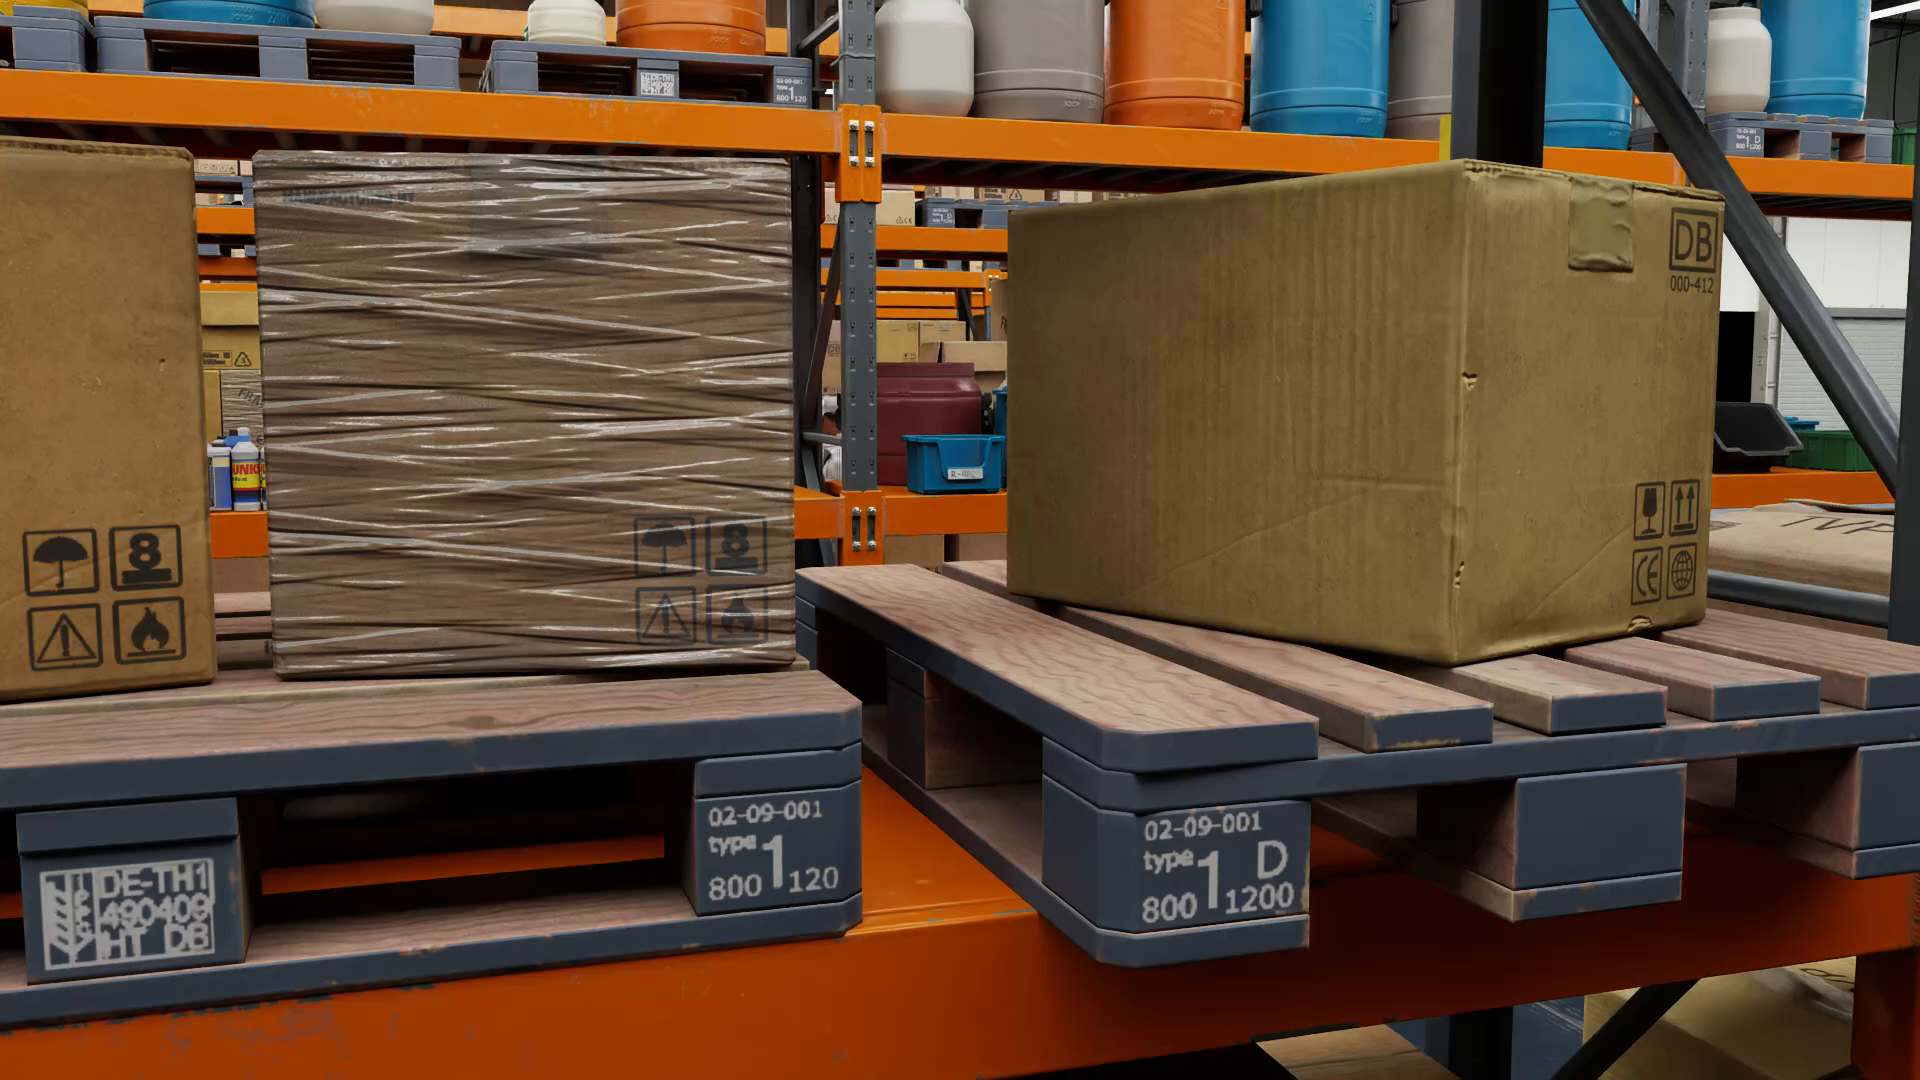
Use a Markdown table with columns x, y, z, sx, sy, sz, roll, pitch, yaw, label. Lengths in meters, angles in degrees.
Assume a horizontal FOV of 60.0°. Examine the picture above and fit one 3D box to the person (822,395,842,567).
| x | y | z | sx | sy | sz | roll | pitch | yaw | label |
| --- | --- | --- | --- | --- | --- | --- | --- | --- | --- |
| -0.795 | 0.014 | 9.424 | 0.643 | 1.661 | 0.487 | -4 | 7 | -35 | person |
